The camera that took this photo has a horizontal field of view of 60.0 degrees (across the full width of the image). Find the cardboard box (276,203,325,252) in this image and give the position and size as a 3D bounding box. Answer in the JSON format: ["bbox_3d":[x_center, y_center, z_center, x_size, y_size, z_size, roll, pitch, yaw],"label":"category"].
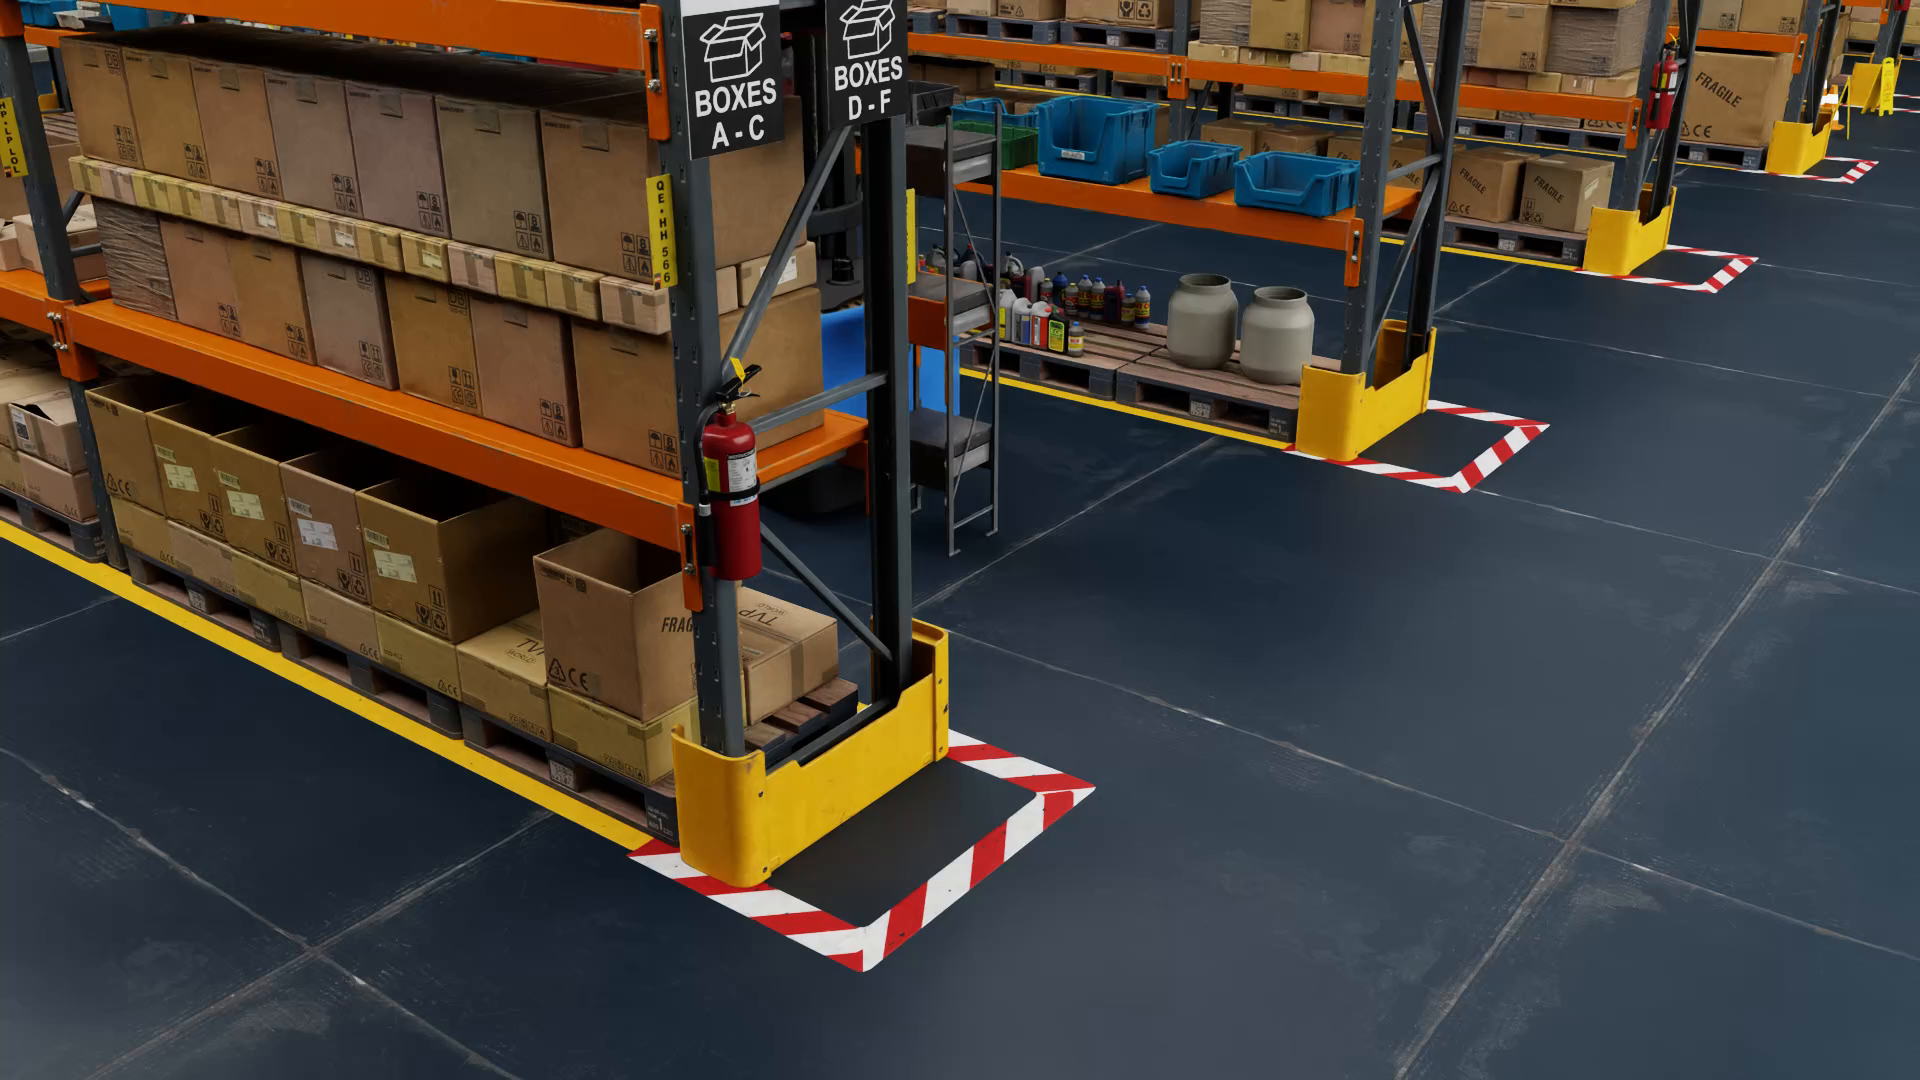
[{"bbox_3d":[-2.385,-1.235,6.405,0.250,0.149,0.380,17,29,33],"label":"cardboard box"}]

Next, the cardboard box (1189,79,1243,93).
[{"bbox_3d":[3.208,-5.908,20.208,0.750,0.750,1.050,17,29,34],"label":"cardboard box"}]

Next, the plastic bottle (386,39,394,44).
[{"bbox_3d":[-5.002,-4.408,14.679,0.133,0.283,0.061,17,29,33],"label":"plastic bottle"}]

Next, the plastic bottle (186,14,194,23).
[{"bbox_3d":[-7.034,-4.703,15.266,0.185,0.351,0.144,17,29,33],"label":"plastic bottle"}]

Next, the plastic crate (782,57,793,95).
[{"bbox_3d":[-1.323,-3.039,11.347,0.583,0.464,0.402,17,29,33],"label":"plastic crate"}]

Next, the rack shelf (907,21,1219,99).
[{"bbox_3d":[0.618,-4.743,16.187,4.000,0.370,1.077,17,29,33],"label":"rack shelf"}]

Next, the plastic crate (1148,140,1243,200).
[{"bbox_3d":[1.353,-2.139,9.569,0.408,0.251,0.499,17,29,33],"label":"plastic crate"}]

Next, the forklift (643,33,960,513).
[{"bbox_3d":[-1.326,-1.992,9.136,1.130,2.935,3.031,-19,30,-37],"label":"forklift"}]

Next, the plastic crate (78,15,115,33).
[{"bbox_3d":[-8.210,-5.011,16.170,0.590,0.125,0.437,17,29,33],"label":"plastic crate"}]

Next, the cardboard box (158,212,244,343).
[{"bbox_3d":[-2.941,-1.209,7.149,0.500,0.500,0.700,16,29,33],"label":"cardboard box"}]

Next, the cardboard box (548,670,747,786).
[{"bbox_3d":[-1.131,0.605,6.045,0.500,0.250,0.500,17,29,33],"label":"cardboard box"}]

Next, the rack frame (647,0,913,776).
[{"bbox_3d":[-0.525,-0.426,5.497,0.127,3.000,1.000,17,29,33],"label":"rack frame"}]

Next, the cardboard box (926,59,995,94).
[{"bbox_3d":[0.003,-4.679,16.775,0.500,0.250,0.500,21,31,39],"label":"cardboard box"}]

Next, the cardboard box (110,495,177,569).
[{"bbox_3d":[-3.536,-0.118,7.686,0.500,0.250,0.500,17,29,33],"label":"cardboard box"}]

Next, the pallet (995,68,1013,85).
[{"bbox_3d":[0.477,-6.341,22.379,1.213,0.211,1.003,17,29,33],"label":"pallet"}]

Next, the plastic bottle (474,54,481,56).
[{"bbox_3d":[-4.105,-4.110,14.012,0.135,0.276,0.152,17,29,33],"label":"plastic bottle"}]

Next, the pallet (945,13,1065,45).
[{"bbox_3d":[0.626,-5.003,16.122,1.213,0.211,1.003,17,29,33],"label":"pallet"}]

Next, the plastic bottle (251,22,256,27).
[{"bbox_3d":[-6.644,-4.878,15.754,0.135,0.276,0.152,17,29,33],"label":"plastic bottle"}]

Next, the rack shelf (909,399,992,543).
[{"bbox_3d":[-0.132,-0.348,8.205,0.480,0.518,0.431,17,29,33],"label":"rack shelf"}]

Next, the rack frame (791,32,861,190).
[{"bbox_3d":[-0.752,-2.991,11.318,0.127,3.000,1.000,17,29,33],"label":"rack frame"}]

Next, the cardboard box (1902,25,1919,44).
[{"bbox_3d":[13.771,-7.367,24.139,0.500,0.250,0.500,17,29,34],"label":"cardboard box"}]

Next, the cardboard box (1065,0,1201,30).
[{"bbox_3d":[1.667,-5.293,15.278,1.000,1.000,1.000,17,29,34],"label":"cardboard box"}]

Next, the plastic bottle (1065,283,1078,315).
[{"bbox_3d":[0.751,-1.614,11.119,0.097,0.201,0.097,0,24,0],"label":"plastic bottle"}]

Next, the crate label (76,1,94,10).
[{"bbox_3d":[-9.132,-5.526,17.325,0.243,0.136,0.396,17,29,33],"label":"crate label"}]

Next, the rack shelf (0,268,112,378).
[{"bbox_3d":[-5.326,-1.548,8.935,4.000,0.370,1.077,17,29,33],"label":"rack shelf"}]

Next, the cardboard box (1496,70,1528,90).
[{"bbox_3d":[4.446,-3.679,13.191,0.250,0.149,0.380,17,29,33],"label":"cardboard box"}]

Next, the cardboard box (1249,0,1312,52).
[{"bbox_3d":[2.921,-4.510,14.272,0.500,0.500,0.875,17,29,33],"label":"cardboard box"}]

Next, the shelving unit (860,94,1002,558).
[{"bbox_3d":[-0.132,-1.001,7.917,0.503,2.100,0.431,17,29,33],"label":"shelving unit"}]

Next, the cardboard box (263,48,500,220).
[{"bbox_3d":[-2.162,-1.564,6.346,0.500,0.500,0.700,17,29,33],"label":"cardboard box"}]

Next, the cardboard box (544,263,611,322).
[{"bbox_3d":[-1.155,-0.863,5.559,0.250,0.149,0.380,18,29,35],"label":"cardboard box"}]

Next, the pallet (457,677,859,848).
[{"bbox_3d":[-1.162,0.678,6.449,1.213,0.211,1.003,17,29,33],"label":"pallet"}]

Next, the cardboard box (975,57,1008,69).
[{"bbox_3d":[0.544,-6.504,21.872,0.500,0.500,0.500,15,28,31],"label":"cardboard box"}]

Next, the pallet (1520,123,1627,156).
[{"bbox_3d":[6.816,-4.385,17.940,1.213,0.211,1.003,17,29,33],"label":"pallet"}]

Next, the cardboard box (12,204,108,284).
[{"bbox_3d":[-4.146,-1.430,7.961,0.500,0.250,0.500,19,30,36],"label":"cardboard box"}]

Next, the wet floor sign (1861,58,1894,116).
[{"bbox_3d":[10.873,-5.350,19.593,0.267,0.644,0.232,-15,28,-30],"label":"wet floor sign"}]

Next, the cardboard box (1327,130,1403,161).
[{"bbox_3d":[3.521,-3.267,14.523,0.500,0.500,0.500,14,27,29],"label":"cardboard box"}]

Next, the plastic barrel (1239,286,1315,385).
[{"bbox_3d":[1.876,-1.212,9.845,0.421,0.512,0.421,0,24,0],"label":"plastic barrel"}]

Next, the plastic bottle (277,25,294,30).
[{"bbox_3d":[-6.160,-4.695,15.247,0.185,0.351,0.144,17,29,33],"label":"plastic bottle"}]

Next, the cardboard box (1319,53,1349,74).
[{"bbox_3d":[3.225,-4.031,13.989,0.250,0.149,0.380,17,29,33],"label":"cardboard box"}]

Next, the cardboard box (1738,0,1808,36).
[{"bbox_3d":[8.151,-5.341,16.466,0.550,0.550,0.875,17,29,33],"label":"cardboard box"}]

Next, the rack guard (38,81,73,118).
[{"bbox_3d":[-10.381,-4.750,18.412,0.348,0.500,1.175,17,29,33],"label":"rack guard"}]

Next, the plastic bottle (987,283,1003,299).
[{"bbox_3d":[0.205,-1.522,10.817,0.135,0.276,0.152,17,29,33],"label":"plastic bottle"}]

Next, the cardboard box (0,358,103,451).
[{"bbox_3d":[-4.642,-0.713,8.343,0.500,0.311,0.500,18,29,35],"label":"cardboard box"}]

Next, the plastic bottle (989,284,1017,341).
[{"bbox_3d":[0.285,-1.457,10.577,0.185,0.351,0.144,18,30,35],"label":"plastic bottle"}]

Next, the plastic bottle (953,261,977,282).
[{"bbox_3d":[0.021,-1.783,11.408,0.135,0.276,0.152,17,29,33],"label":"plastic bottle"}]

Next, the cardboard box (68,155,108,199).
[{"bbox_3d":[-3.627,-1.609,7.253,0.250,0.149,0.380,17,29,33],"label":"cardboard box"}]

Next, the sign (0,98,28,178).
[{"bbox_3d":[-4.043,-1.710,7.073,0.005,0.325,0.100,17,29,33],"label":"sign"}]

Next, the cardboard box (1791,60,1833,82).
[{"bbox_3d":[10.535,-5.867,20.736,0.500,0.250,0.500,17,29,33],"label":"cardboard box"}]

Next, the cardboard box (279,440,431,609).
[{"bbox_3d":[-2.341,-0.096,6.706,0.500,0.500,0.500,17,29,33],"label":"cardboard box"}]

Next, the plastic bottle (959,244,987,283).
[{"bbox_3d":[0.090,-1.871,11.516,0.185,0.351,0.144,15,28,31],"label":"plastic bottle"}]
